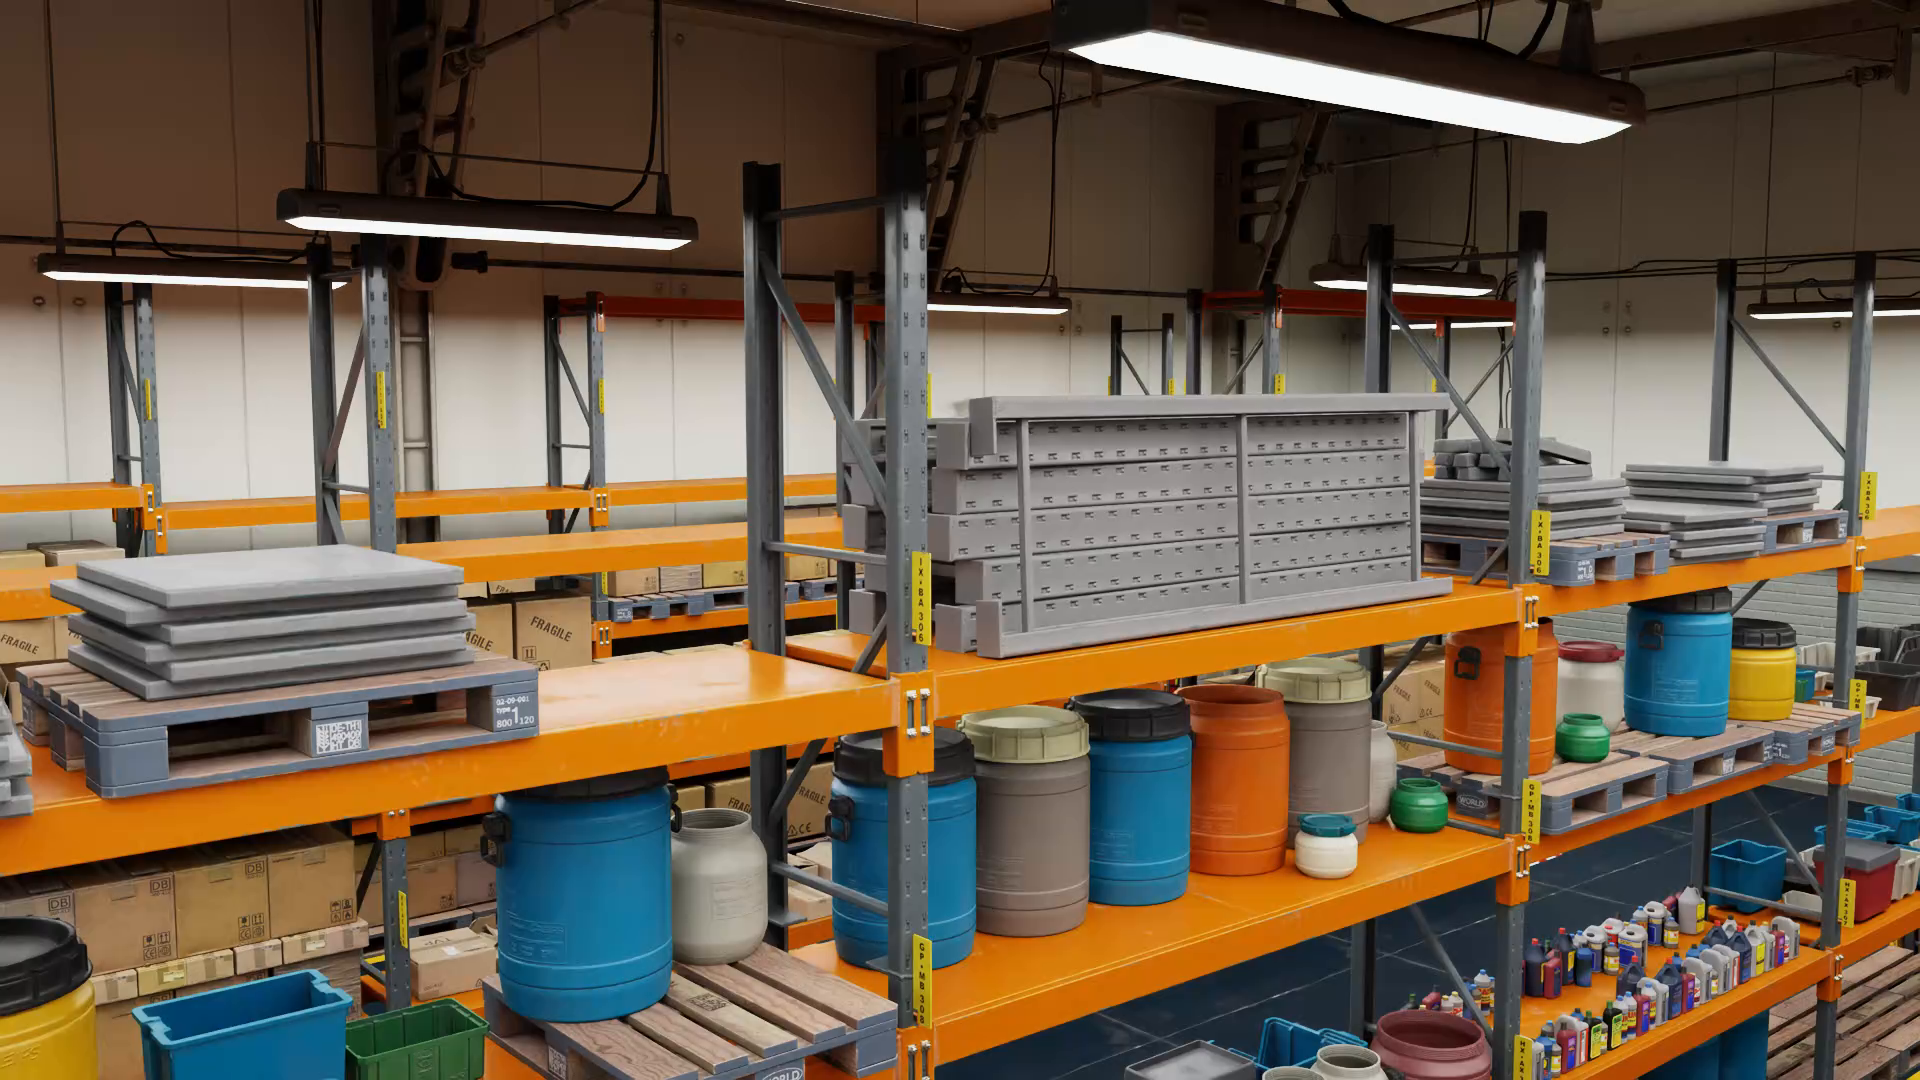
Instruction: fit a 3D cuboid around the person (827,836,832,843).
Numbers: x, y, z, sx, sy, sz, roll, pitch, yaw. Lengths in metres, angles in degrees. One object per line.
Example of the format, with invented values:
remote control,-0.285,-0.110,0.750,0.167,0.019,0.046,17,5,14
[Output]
person,-0.918,2.975,14.733,0.624,1.631,0.733,1,6,10
